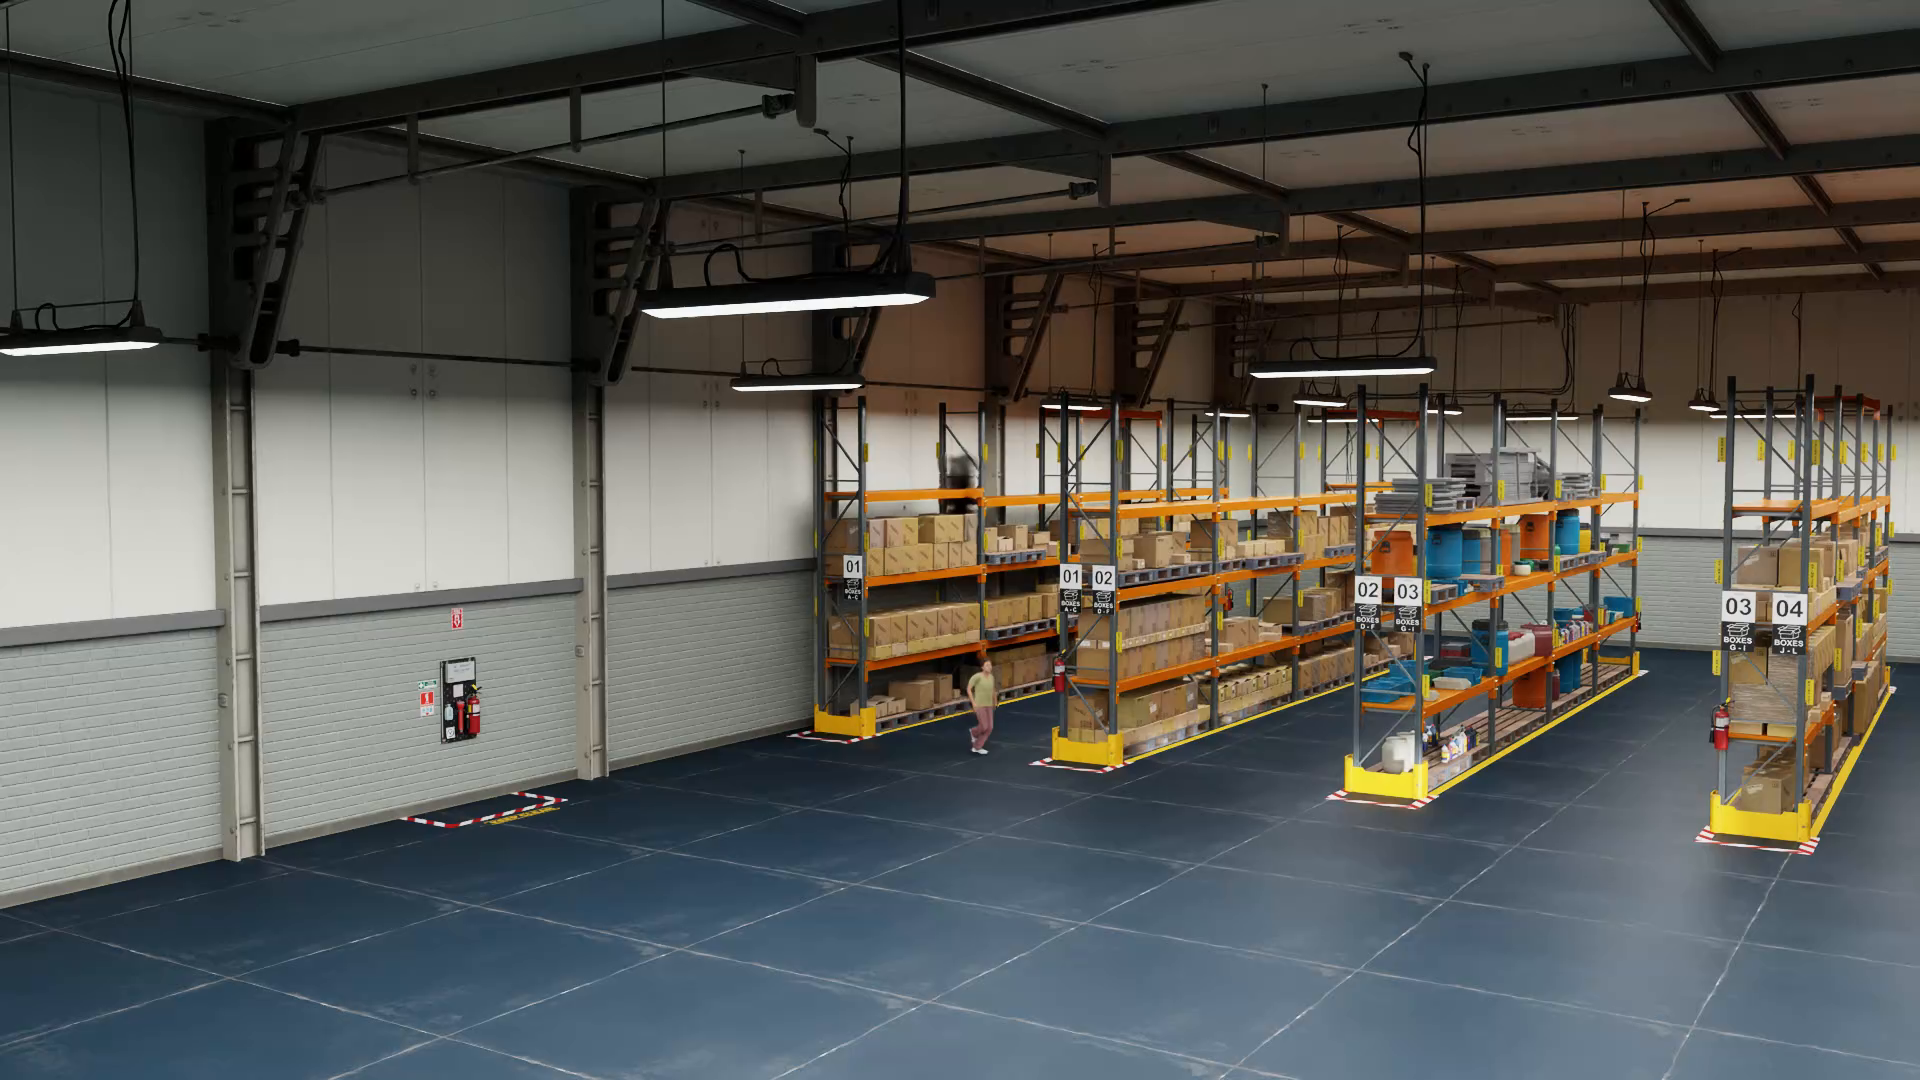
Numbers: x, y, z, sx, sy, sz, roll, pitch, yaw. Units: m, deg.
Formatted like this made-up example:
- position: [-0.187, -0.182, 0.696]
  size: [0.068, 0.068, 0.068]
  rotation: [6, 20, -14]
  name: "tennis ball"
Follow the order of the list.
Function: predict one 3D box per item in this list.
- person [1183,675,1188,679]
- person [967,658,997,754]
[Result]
- position: [4.497, 2.356, 33.824]
  size: [0.724, 1.677, 0.826]
  rotation: [-1, 3, -25]
  name: "person"
- position: [0.357, 2.754, 27.657]
  size: [0.589, 1.596, 0.554]
  rotation: [-2, 4, -35]
  name: "person"
